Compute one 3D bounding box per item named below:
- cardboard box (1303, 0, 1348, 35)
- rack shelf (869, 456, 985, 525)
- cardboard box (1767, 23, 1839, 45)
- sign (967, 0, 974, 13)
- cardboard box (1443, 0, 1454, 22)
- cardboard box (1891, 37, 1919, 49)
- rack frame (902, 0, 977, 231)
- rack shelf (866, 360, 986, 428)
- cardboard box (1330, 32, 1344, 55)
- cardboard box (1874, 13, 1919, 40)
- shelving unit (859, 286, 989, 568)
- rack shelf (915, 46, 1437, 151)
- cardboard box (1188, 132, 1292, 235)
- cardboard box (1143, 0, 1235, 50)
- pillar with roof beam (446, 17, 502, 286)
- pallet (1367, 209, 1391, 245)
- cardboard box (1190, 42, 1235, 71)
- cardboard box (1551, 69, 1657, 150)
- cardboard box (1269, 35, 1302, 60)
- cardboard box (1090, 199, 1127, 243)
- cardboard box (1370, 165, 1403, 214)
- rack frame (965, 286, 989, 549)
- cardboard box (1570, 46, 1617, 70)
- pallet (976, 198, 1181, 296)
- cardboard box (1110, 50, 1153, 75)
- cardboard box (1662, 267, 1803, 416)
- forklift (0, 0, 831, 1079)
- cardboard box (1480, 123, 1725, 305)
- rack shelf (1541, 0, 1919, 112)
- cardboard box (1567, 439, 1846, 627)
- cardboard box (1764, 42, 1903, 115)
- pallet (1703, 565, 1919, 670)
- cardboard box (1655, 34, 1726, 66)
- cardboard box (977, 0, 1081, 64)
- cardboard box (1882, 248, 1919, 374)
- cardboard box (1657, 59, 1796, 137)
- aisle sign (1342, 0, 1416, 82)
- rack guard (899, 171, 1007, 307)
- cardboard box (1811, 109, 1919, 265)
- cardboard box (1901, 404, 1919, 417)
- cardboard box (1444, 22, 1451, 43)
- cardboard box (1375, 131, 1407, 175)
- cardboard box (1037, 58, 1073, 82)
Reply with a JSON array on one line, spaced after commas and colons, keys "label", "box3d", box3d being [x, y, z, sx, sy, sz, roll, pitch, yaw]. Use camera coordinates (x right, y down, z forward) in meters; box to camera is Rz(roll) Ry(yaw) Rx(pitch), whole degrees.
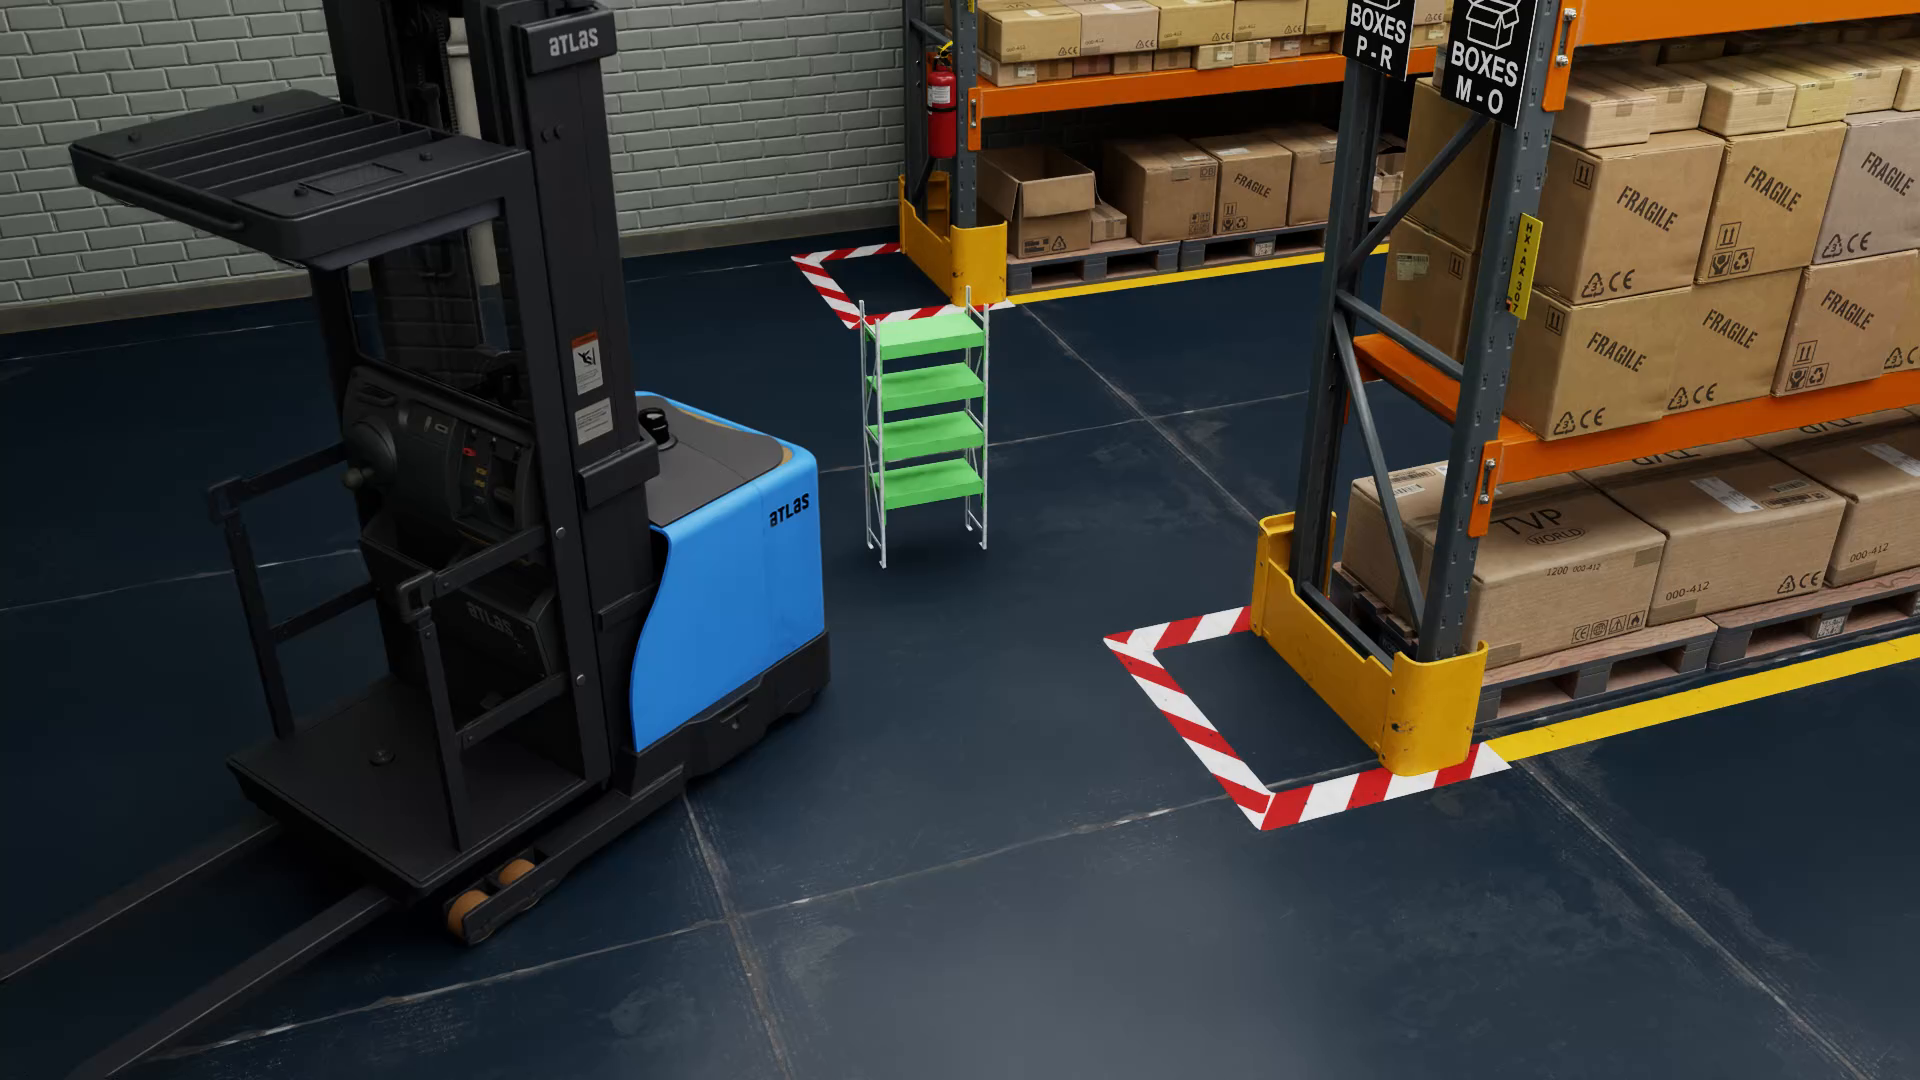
[{"label": "cardboard box", "box3d": [2.291, -3.398, 10.536, 0.500, 0.250, 0.500, -11, 31, -18]}, {"label": "rack shelf", "box3d": [-0.155, -0.229, 7.553, 0.480, 0.148, 0.258, -10, 31, -18]}, {"label": "cardboard box", "box3d": [3.048, -1.876, 6.247, 0.250, 0.149, 0.380, -10, 31, -16]}, {"label": "sign", "box3d": [0.060, -3.143, 9.361, 0.005, 0.325, 0.100, -10, 31, -18]}, {"label": "cardboard box", "box3d": [3.227, -3.572, 10.840, 0.500, 0.250, 0.500, -10, 31, -16]}, {"label": "cardboard box", "box3d": [3.502, -1.657, 5.861, 0.250, 0.149, 0.380, -11, 32, -19]}, {"label": "rack frame", "box3d": [-0.130, -3.018, 10.018, 0.127, 3.000, 1.000, -10, 31, -18]}, {"label": "rack shelf", "box3d": [-0.155, -0.646, 7.316, 0.480, 0.148, 0.258, -10, 31, -18]}, {"label": "cardboard box", "box3d": [2.452, -3.226, 10.637, 0.250, 0.149, 0.380, -11, 31, -18]}, {"label": "cardboard box", "box3d": [3.533, -1.978, 6.425, 0.250, 0.149, 0.380, -10, 31, -17]}, {"label": "shelving unit", "box3d": [-0.155, -0.493, 7.403, 0.503, 1.200, 0.258, -10, 31, -18]}, {"label": "rack shelf", "box3d": [1.745, -3.051, 10.802, 4.000, 0.370, 1.077, -10, 31, -18]}, {"label": "cardboard box", "box3d": [1.822, -2.351, 10.947, 0.500, 0.500, 0.500, -10, 31, -17]}, {"label": "cardboard box", "box3d": [1.336, -3.212, 10.208, 0.500, 0.250, 0.500, -11, 31, -19]}, {"label": "pillar with roof beam", "box3d": [-1.470, -3.580, 4.944, 0.400, 9.000, 9.100, -10, 31, -18]}, {"label": "pallet", "box3d": [2.975, -2.379, 11.713, 1.213, 0.211, 1.003, -10, 31, -18]}, {"label": "cardboard box", "box3d": [1.499, -3.038, 10.306, 0.250, 0.149, 0.380, -11, 32, -19]}, {"label": "cardboard box", "box3d": [2.034, -1.409, 5.426, 0.250, 0.149, 0.380, -10, 31, -17]}, {"label": "cardboard box", "box3d": [1.956, -3.169, 10.536, 0.250, 0.149, 0.380, -11, 31, -18]}, {"label": "cardboard box", "box3d": [0.888, -2.079, 10.825, 0.250, 0.149, 0.380, -12, 32, -20]}, {"label": "cardboard box", "box3d": [2.865, -2.409, 11.286, 0.258, 0.266, 0.396, -9, 31, -16]}, {"label": "rack frame", "box3d": [0.074, -0.535, 7.477, 0.015, 1.200, 0.240, -10, 31, -18]}, {"label": "cardboard box", "box3d": [2.101, -1.686, 5.912, 0.250, 0.149, 0.380, -10, 31, -17]}, {"label": "pallet", "box3d": [0.688, -1.958, 10.973, 1.213, 0.211, 1.003, -10, 31, -18]}, {"label": "cardboard box", "box3d": [0.989, -2.981, 10.205, 0.250, 0.149, 0.380, -9, 31, -16]}, {"label": "cardboard box", "box3d": [2.619, -0.809, 6.039, 0.500, 0.500, 0.500, -11, 31, -18]}, {"label": "forklift", "box3d": [-1.810, -0.234, 5.200, 1.130, 2.935, 3.031, 21, 36, 32]}, {"label": "cardboard box", "box3d": [2.154, -1.145, 5.618, 0.500, 0.500, 0.500, -11, 32, -19]}, {"label": "rack shelf", "box3d": [3.479, -2.052, 6.018, 4.000, 0.370, 1.077, -10, 31, -18]}, {"label": "cardboard box", "box3d": [3.043, -0.107, 7.072, 0.875, 0.438, 0.875, -10, 31, -16]}, {"label": "cardboard box", "box3d": [3.006, -1.602, 5.766, 0.250, 0.149, 0.380, -10, 31, -17]}, {"label": "pallet", "box3d": [3.468, 0.113, 7.339, 1.213, 0.211, 1.003, -10, 31, -18]}, {"label": "cardboard box", "box3d": [2.564, -1.794, 6.102, 0.250, 0.149, 0.380, -10, 31, -16]}, {"label": "cardboard box", "box3d": [0.390, -3.036, 9.899, 0.500, 0.250, 0.500, -10, 31, -17]}, {"label": "cardboard box", "box3d": [3.566, -0.983, 6.344, 0.500, 0.500, 0.500, -9, 31, -16]}, {"label": "cardboard box", "box3d": [2.538, -1.478, 5.549, 0.250, 0.149, 0.380, -9, 31, -16]}, {"label": "aisle sign", "box3d": [1.429, -1.977, 5.564, 0.004, 0.787, 0.394, -10, 31, -18]}, {"label": "rack guard", "box3d": [-0.058, -1.945, 10.659, 0.348, 0.500, 1.175, -10, 31, -18]}, {"label": "cardboard box", "box3d": [3.115, -1.329, 5.942, 0.500, 0.500, 0.500, -11, 31, -18]}, {"label": "cardboard box", "box3d": [4.728, -0.417, 7.616, 0.875, 0.438, 0.875, -11, 31, -18]}, {"label": "cardboard box", "box3d": [3.172, -3.372, 10.893, 0.250, 0.149, 0.380, -10, 31, -16]}, {"label": "cardboard box", "box3d": [2.918, -2.719, 11.783, 0.500, 0.311, 0.500, -9, 31, -16]}, {"label": "cardboard box", "box3d": [0.496, -2.904, 10.071, 0.250, 0.149, 0.380, -10, 31, -16]}]
